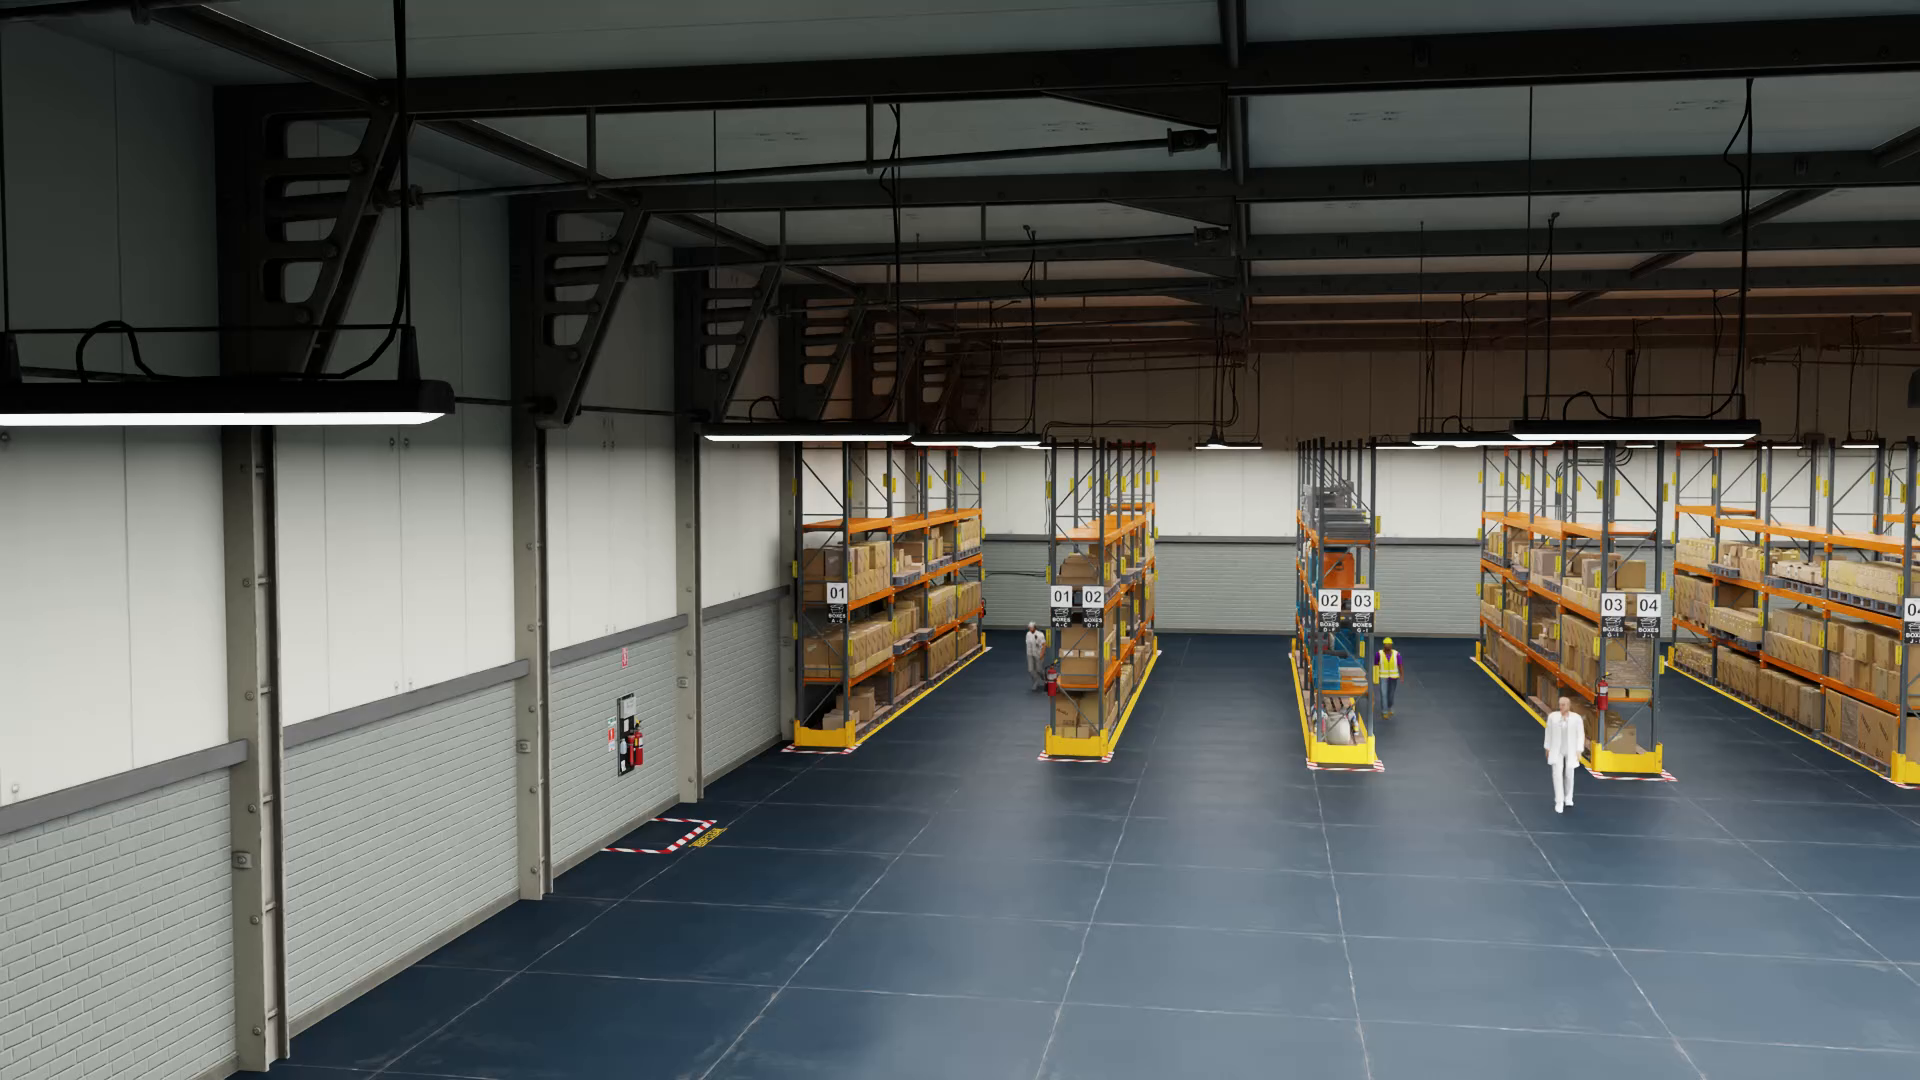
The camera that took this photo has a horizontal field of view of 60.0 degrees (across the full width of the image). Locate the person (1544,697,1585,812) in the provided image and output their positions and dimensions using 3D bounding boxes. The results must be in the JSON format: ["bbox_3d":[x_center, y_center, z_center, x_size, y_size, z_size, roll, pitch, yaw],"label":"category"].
[{"bbox_3d":[9.707,3.434,26.718,0.612,1.826,0.751,1,3,19],"label":"person"}]

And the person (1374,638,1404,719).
[{"bbox_3d":[9.188,2.956,35.597,0.597,1.722,0.990,0,3,7],"label":"person"}]

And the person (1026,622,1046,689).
[{"bbox_3d":[1.863,2.782,40.260,0.539,1.642,0.640,2,4,33],"label":"person"}]
